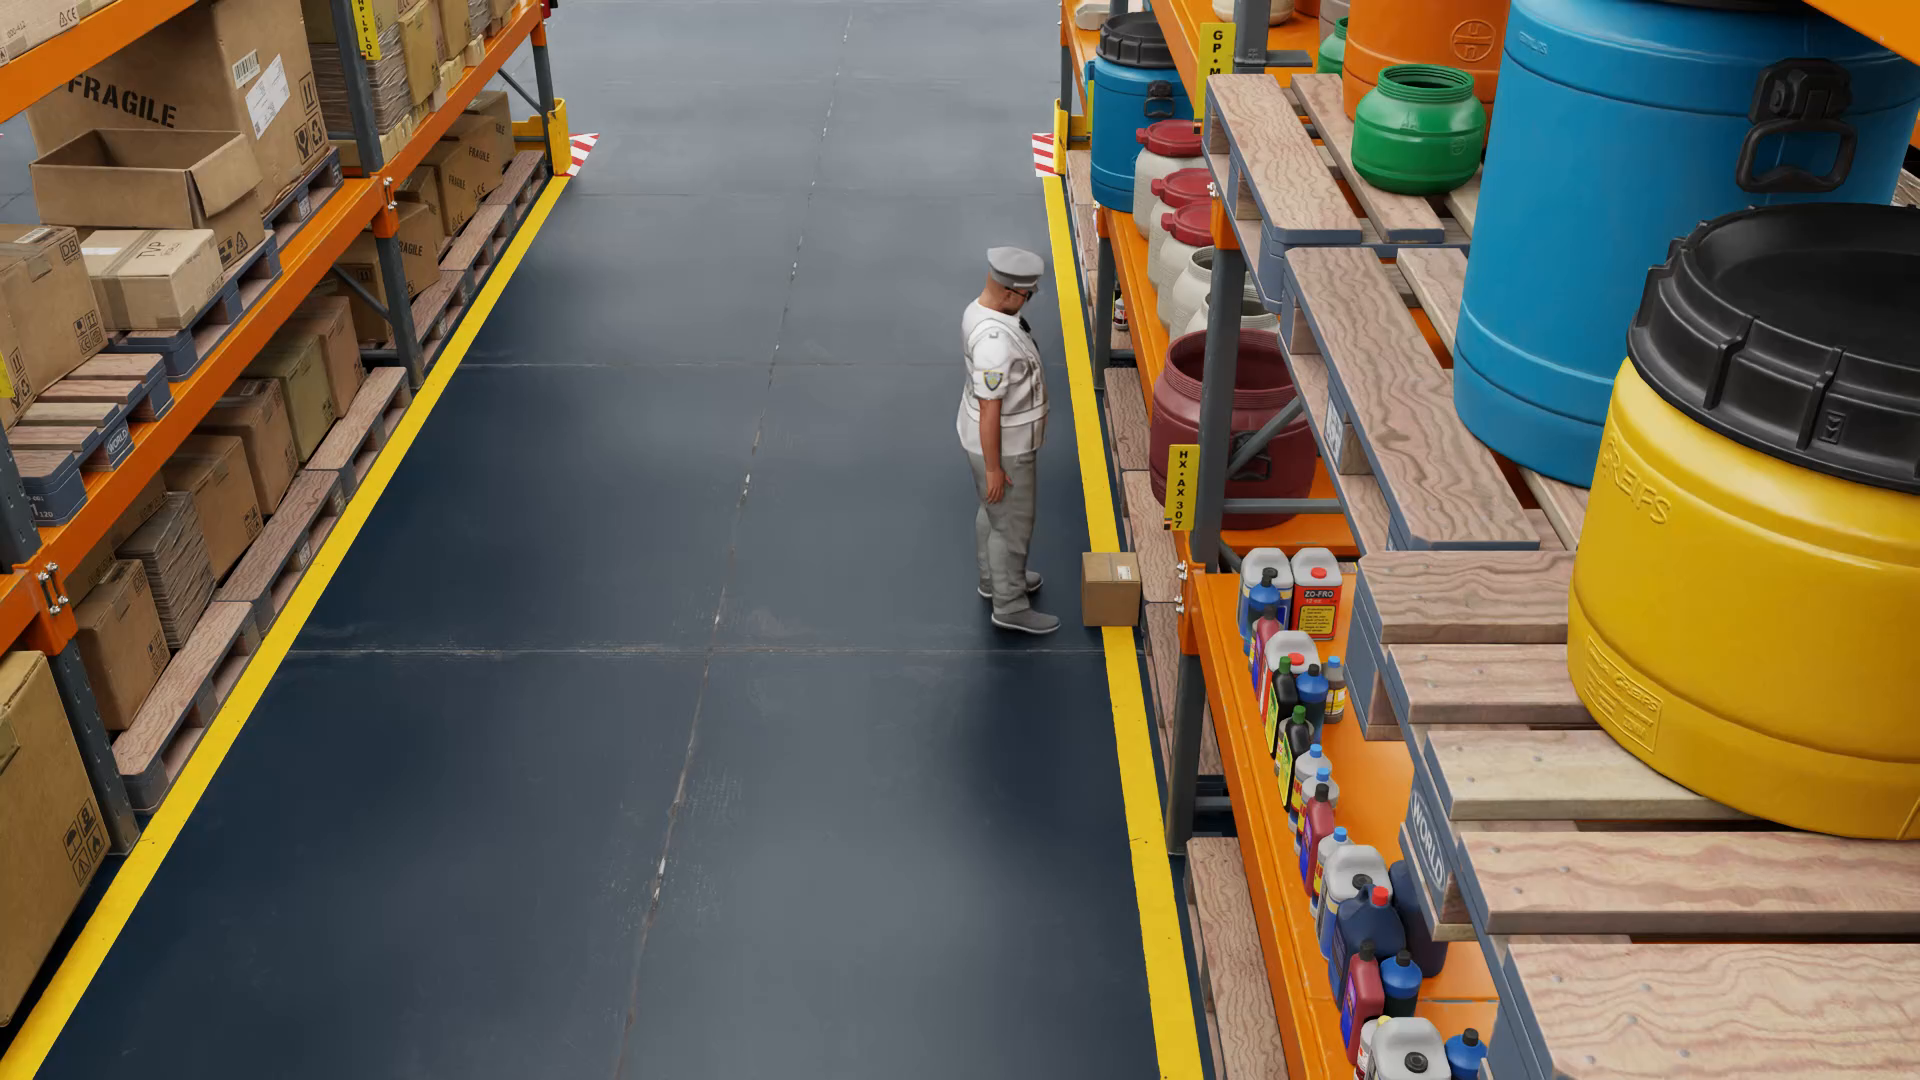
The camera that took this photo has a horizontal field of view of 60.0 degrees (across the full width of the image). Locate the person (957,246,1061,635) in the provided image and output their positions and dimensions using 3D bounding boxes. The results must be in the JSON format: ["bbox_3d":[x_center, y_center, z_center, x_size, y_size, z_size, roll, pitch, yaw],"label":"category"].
[{"bbox_3d":[0.223,-0.428,7.325,0.443,1.775,0.618,-4,32,-6],"label":"person"}]
